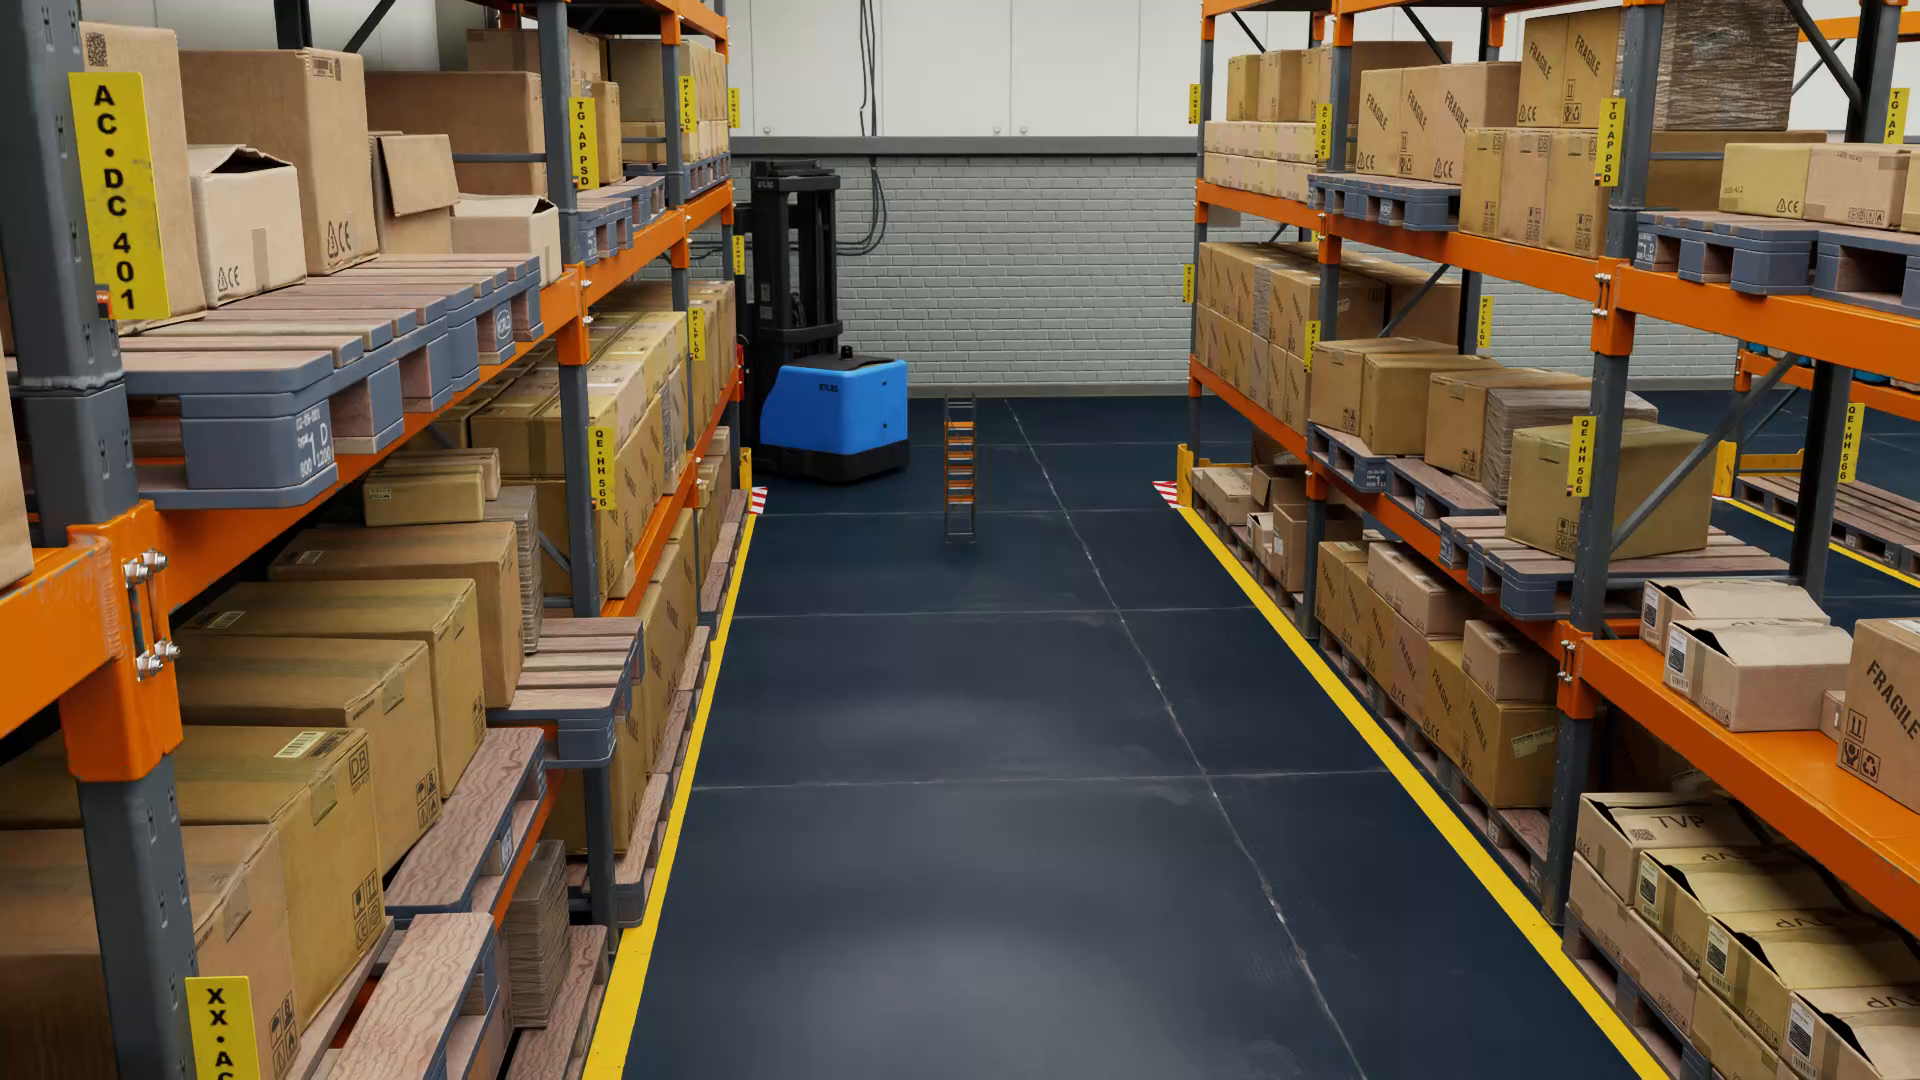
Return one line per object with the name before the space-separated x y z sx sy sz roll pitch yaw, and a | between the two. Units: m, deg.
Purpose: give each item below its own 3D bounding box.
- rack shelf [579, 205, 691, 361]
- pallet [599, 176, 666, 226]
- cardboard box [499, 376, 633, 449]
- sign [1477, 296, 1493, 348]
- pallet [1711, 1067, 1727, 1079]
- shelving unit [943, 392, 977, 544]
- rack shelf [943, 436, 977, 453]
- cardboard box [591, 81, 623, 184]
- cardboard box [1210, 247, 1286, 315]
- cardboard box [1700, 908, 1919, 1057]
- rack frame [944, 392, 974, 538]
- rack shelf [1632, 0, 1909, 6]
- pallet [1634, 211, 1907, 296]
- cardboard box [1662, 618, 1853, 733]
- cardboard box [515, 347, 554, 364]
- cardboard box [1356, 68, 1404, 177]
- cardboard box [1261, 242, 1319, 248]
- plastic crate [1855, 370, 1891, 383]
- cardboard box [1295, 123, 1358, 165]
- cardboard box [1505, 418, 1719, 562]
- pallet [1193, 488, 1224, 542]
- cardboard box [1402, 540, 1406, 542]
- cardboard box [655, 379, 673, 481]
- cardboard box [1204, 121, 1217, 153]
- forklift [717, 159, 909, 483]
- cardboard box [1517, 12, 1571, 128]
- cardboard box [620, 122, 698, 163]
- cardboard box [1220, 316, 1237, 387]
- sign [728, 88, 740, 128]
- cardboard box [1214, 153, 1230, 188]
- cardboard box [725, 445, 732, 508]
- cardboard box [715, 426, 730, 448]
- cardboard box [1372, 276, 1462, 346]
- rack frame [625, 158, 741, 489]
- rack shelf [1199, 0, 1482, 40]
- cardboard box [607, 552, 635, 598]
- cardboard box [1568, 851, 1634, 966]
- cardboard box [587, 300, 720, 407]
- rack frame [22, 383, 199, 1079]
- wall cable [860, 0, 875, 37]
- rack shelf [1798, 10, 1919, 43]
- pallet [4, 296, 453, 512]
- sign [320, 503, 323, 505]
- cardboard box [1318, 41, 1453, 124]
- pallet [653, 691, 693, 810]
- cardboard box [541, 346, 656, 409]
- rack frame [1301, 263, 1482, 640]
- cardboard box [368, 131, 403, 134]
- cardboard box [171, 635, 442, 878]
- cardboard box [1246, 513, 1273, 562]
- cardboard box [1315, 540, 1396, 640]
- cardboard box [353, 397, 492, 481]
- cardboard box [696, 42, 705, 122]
rack shelf | -2.048 -1.344 8.154 1.077 0.370 4.000 -1 14 -3
pallet | -2.065 -1.870 9.138 0.805 0.209 1.217 -1 15 -6
cardboard box | -1.729 -0.558 7.333 0.500 0.250 0.500 -1 14 -4
sign | 3.326 -1.385 10.564 0.100 0.325 0.005 -1 14 -3
pallet | 3.105 2.039 5.178 1.003 0.211 1.213 -1 14 -3
shelving unit | 0.001 -0.577 13.363 0.258 1.200 0.189 -1 14 -3
rack shelf | 0.001 -0.767 13.314 0.258 0.103 0.180 -1 14 -3
cardboard box | -2.128 -2.093 8.538 0.700 0.500 0.500 -1 14 -4
cardboard box | 2.329 -2.097 13.451 0.500 0.500 0.500 -1 14 -3
cardboard box | 2.830 1.429 5.501 0.500 0.311 0.500 -1 14 -5
rack frame | -0.005 -0.600 13.451 0.240 1.200 0.006 -1 14 -3
rack shelf | 3.144 -1.685 4.264 1.077 0.370 4.000 -1 14 -3
pallet | 3.152 -1.013 5.804 1.213 0.211 1.003 0 14 -1
cardboard box | 2.882 0.449 5.940 0.500 0.311 0.500 -1 14 -4
cardboard box | -2.300 -0.799 8.271 0.500 0.250 0.500 -1 14 -5
cardboard box | 2.730 -2.441 9.729 0.600 0.600 0.600 -2 15 -9
cardboard box | 2.827 -2.235 13.987 0.500 0.500 0.500 -1 14 -4
plastic crate | 7.256 -1.364 13.024 0.416 0.233 0.300 -1 14 -3
cardboard box | 2.471 -2.553 10.708 0.500 0.250 0.500 -1 14 -3
cardboard box | 2.869 -0.226 7.342 0.700 0.500 0.500 -6 16 -22
pallet | 2.580 -0.241 14.042 1.003 0.211 1.213 -1 14 -3
cardboard box | 3.089 0.301 10.469 0.500 0.500 0.500 -1 14 -4
cardboard box | -1.827 -0.576 8.909 0.500 0.500 0.500 -1 14 -3
cardboard box | 2.297 -3.300 13.609 0.500 0.250 0.500 -1 14 -3
forklift | -2.008 -2.208 16.228 3.031 2.935 1.130 9 17 32
cardboard box | 2.936 -2.167 7.702 0.500 0.500 0.500 -1 14 -3
cardboard box | -1.951 -2.545 10.635 0.500 0.250 0.500 -1 14 -4
cardboard box | 2.354 -1.490 13.097 0.500 0.500 0.500 -1 14 -4
sign | -1.877 -3.580 13.782 0.100 0.325 0.005 -1 14 -3
cardboard box | 2.321 -2.933 13.187 0.500 0.250 0.500 -1 14 -3
cardboard box | -2.276 -0.552 13.826 0.700 0.500 0.500 -1 14 -3
cardboard box | -2.086 -0.837 13.632 0.380 0.149 0.250 -1 14 -4
cardboard box | 3.024 -1.469 11.007 0.500 0.500 0.500 -1 14 -2
rack frame | -2.419 -1.732 14.237 1.000 3.000 0.127 -1 14 -3
rack shelf | 2.649 -3.867 11.947 1.077 0.370 4.000 -1 14 -3
cardboard box | -1.652 0.154 7.371 0.380 0.149 0.250 0 14 -2
cardboard box | 2.760 1.443 6.572 0.500 0.250 0.500 -1 14 -4
cardboard box | -2.283 -1.380 12.267 0.980 0.700 0.700 -2 15 -6
rack frame | -1.676 1.253 2.638 1.000 3.000 0.127 -1 14 -3
wall cable | 0.287 -7.033 18.898 3.097 2.526 0.112 -1 14 -3
rack shelf | 7.593 -3.751 12.290 1.077 0.370 4.000 -1 14 -3
pallet | -1.608 -0.264 2.891 1.213 0.211 1.003 -1 14 -3
sign | -2.477 -0.294 6.324 0.100 0.325 0.005 -1 14 -3
cardboard box | 2.704 -2.920 10.629 0.700 0.500 0.500 -1 14 -3
pallet | -1.970 1.108 8.795 1.003 0.211 1.213 -1 14 -3
cardboard box | -1.801 -0.809 8.309 0.500 0.250 0.500 -1 14 -5
rack frame | 2.772 -0.814 10.672 1.000 3.000 0.127 -1 14 -3
cardboard box | -2.109 -1.070 5.406 0.500 0.500 0.500 -1 14 -3
cardboard box | -1.773 0.562 4.240 0.700 0.500 0.500 1 14 4
cardboard box | 2.408 -0.049 12.211 0.500 0.311 0.500 -1 14 -3
cardboard box | 2.559 0.307 10.446 0.500 0.500 0.500 -2 15 -6
cardboard box | -2.211 -0.416 6.782 0.500 0.250 0.500 0 14 -2
cardboard box | -1.974 -3.041 11.060 0.500 0.500 0.500 -1 14 -5
